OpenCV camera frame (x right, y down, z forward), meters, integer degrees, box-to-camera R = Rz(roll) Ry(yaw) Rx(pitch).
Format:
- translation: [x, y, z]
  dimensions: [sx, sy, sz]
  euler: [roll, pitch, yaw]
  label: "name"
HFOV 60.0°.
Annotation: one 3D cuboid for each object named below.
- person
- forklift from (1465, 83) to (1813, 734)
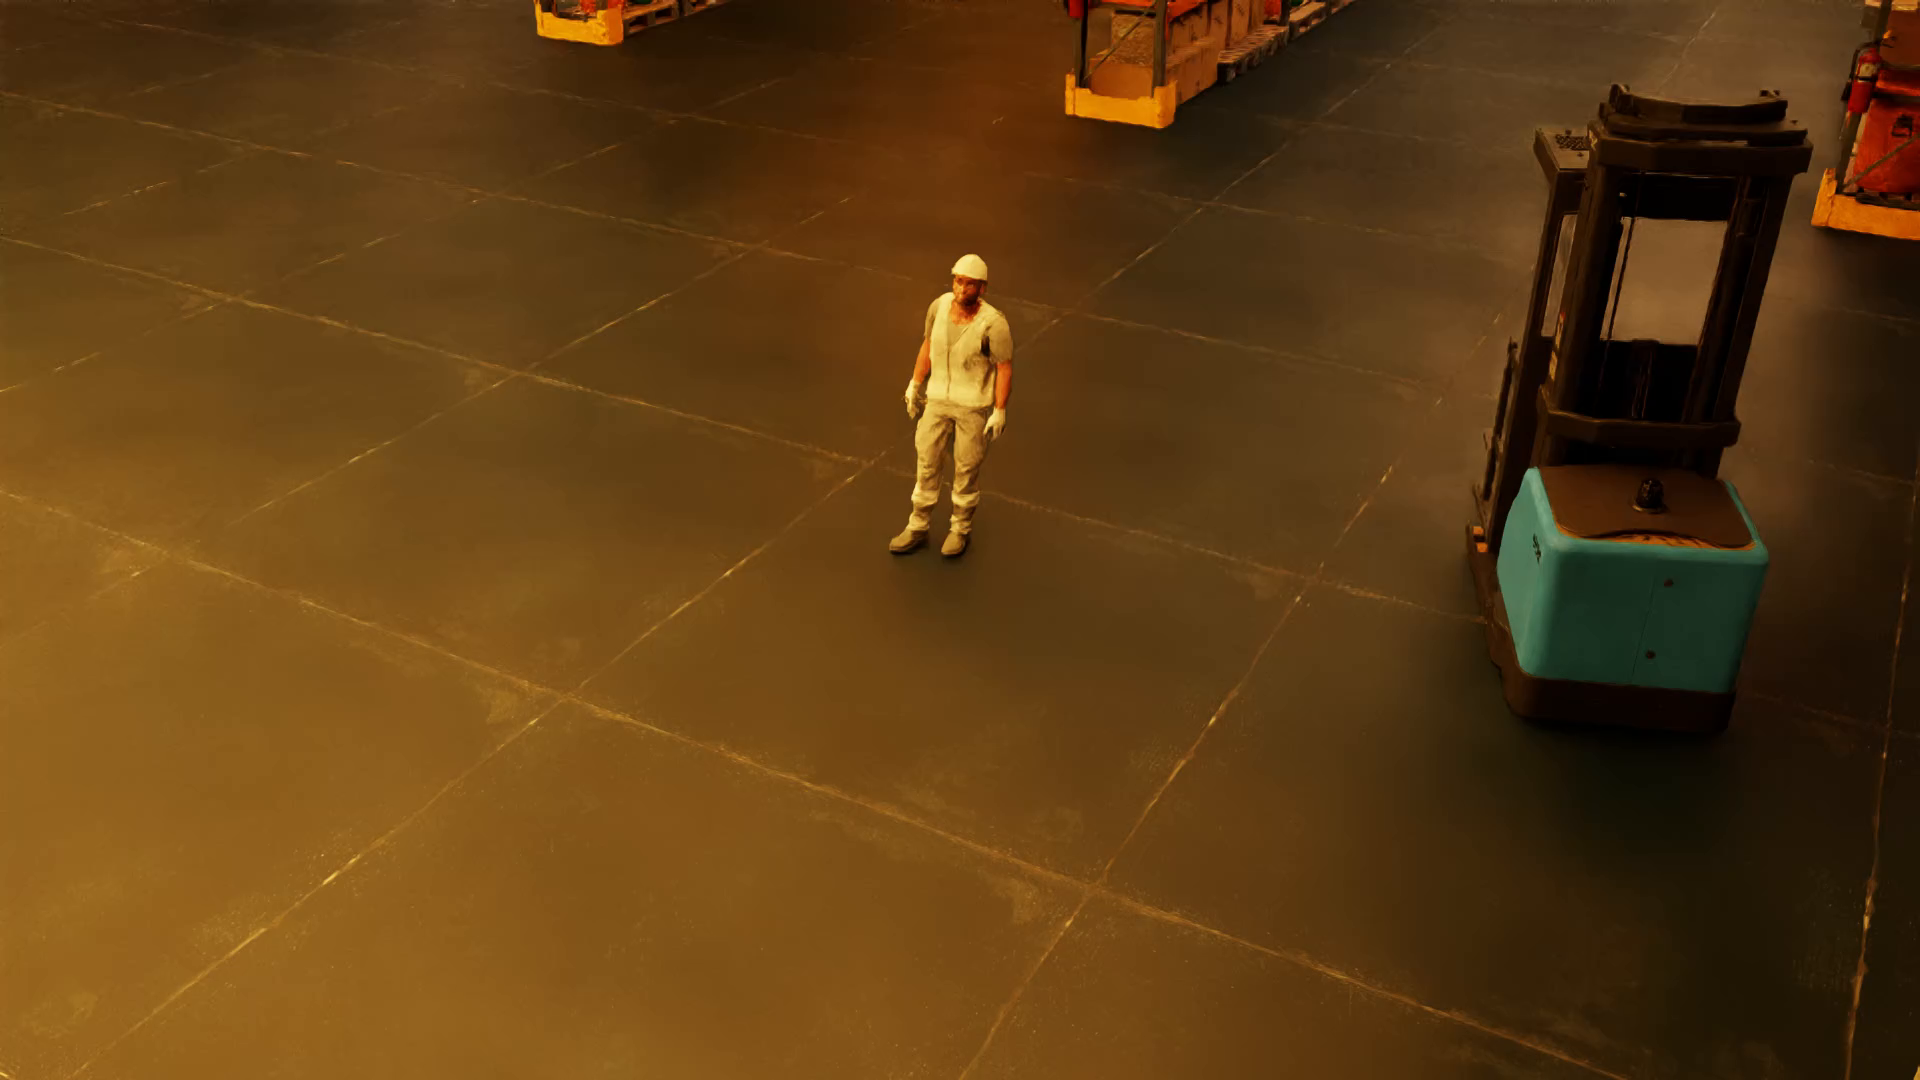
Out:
- translation: [-0.049, -0.748, 9.496]
  dimensions: [0.637, 1.787, 0.563]
  euler: [15, 33, 25]
  label: "person"
- translation: [3.516, -1.031, 8.858]
  dimensions: [1.130, 2.935, 3.031]
  euler: [4, 30, 8]
  label: "forklift"
